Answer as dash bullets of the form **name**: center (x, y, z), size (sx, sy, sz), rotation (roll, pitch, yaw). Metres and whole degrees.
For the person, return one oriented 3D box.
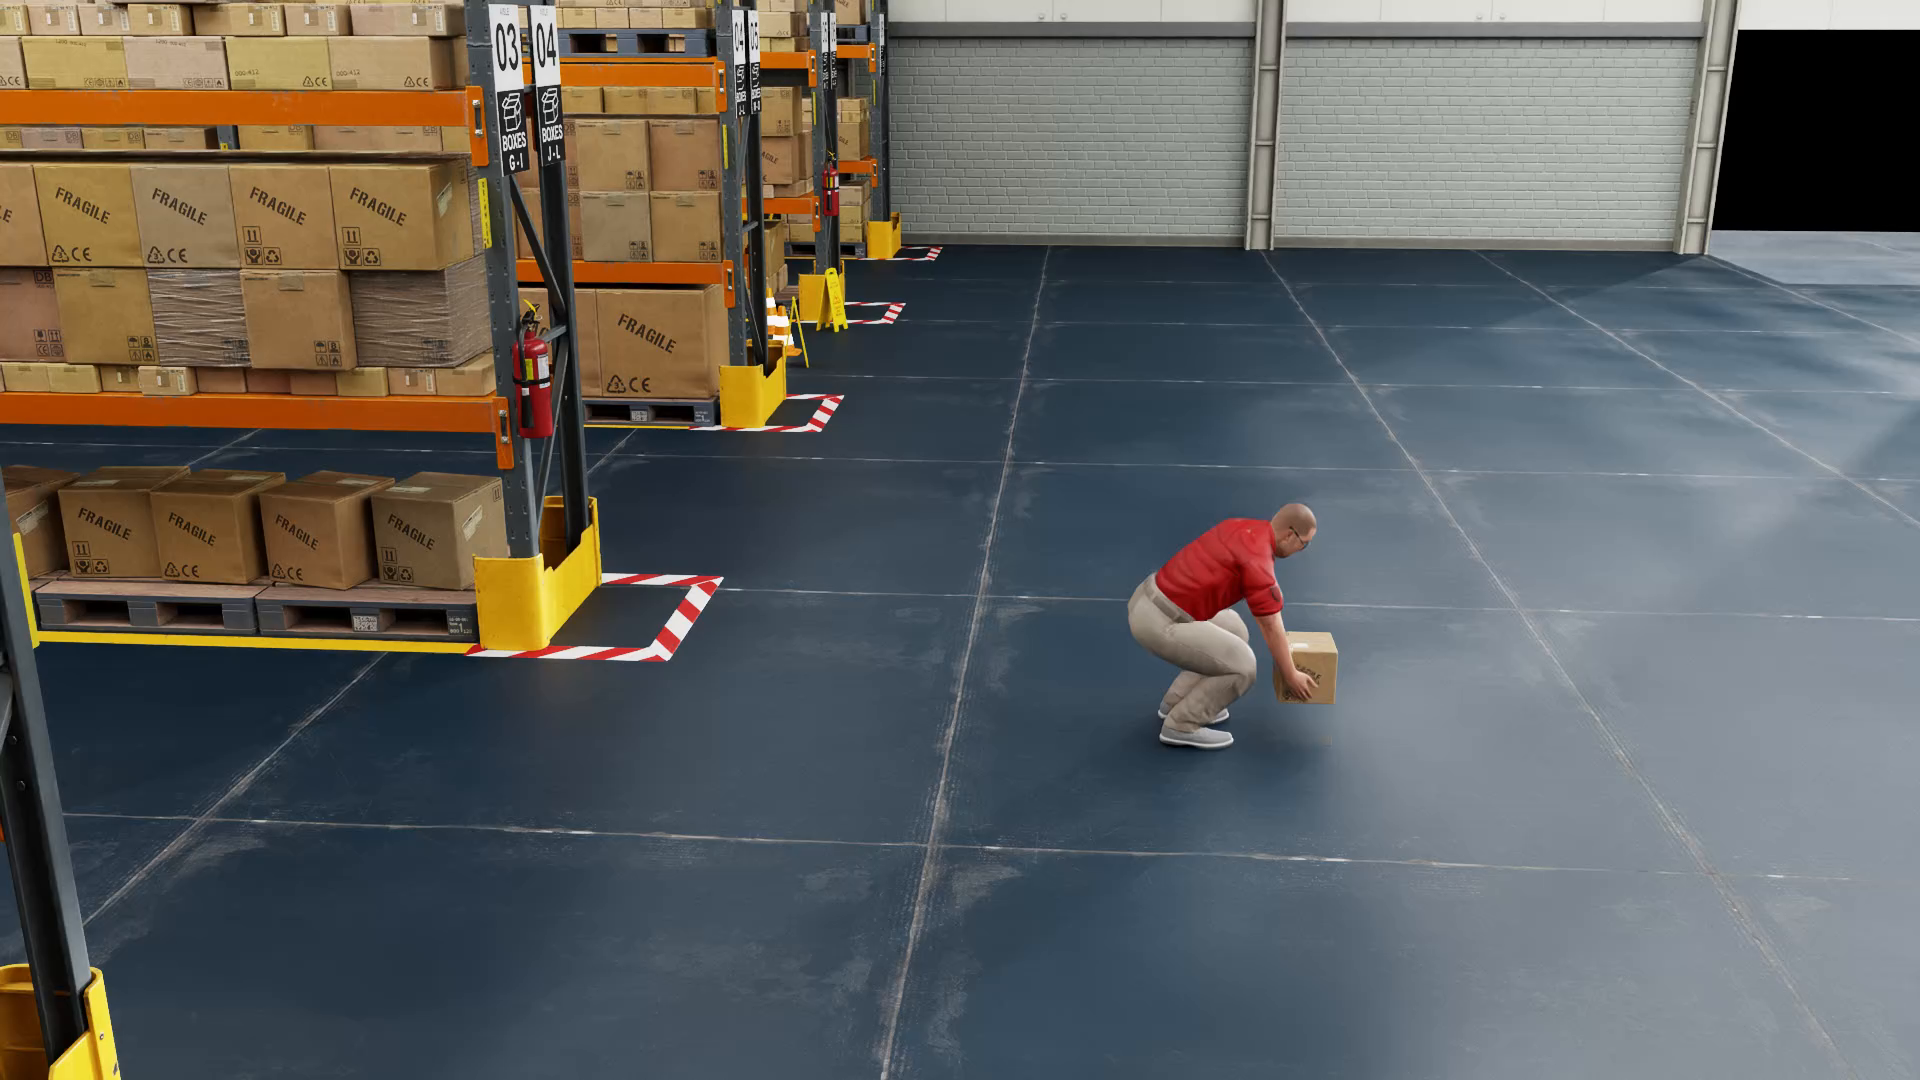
- **person**: center (1.180, 0.363, 7.523), size (0.844, 1.074, 0.576), rotation (1, 17, 4)
